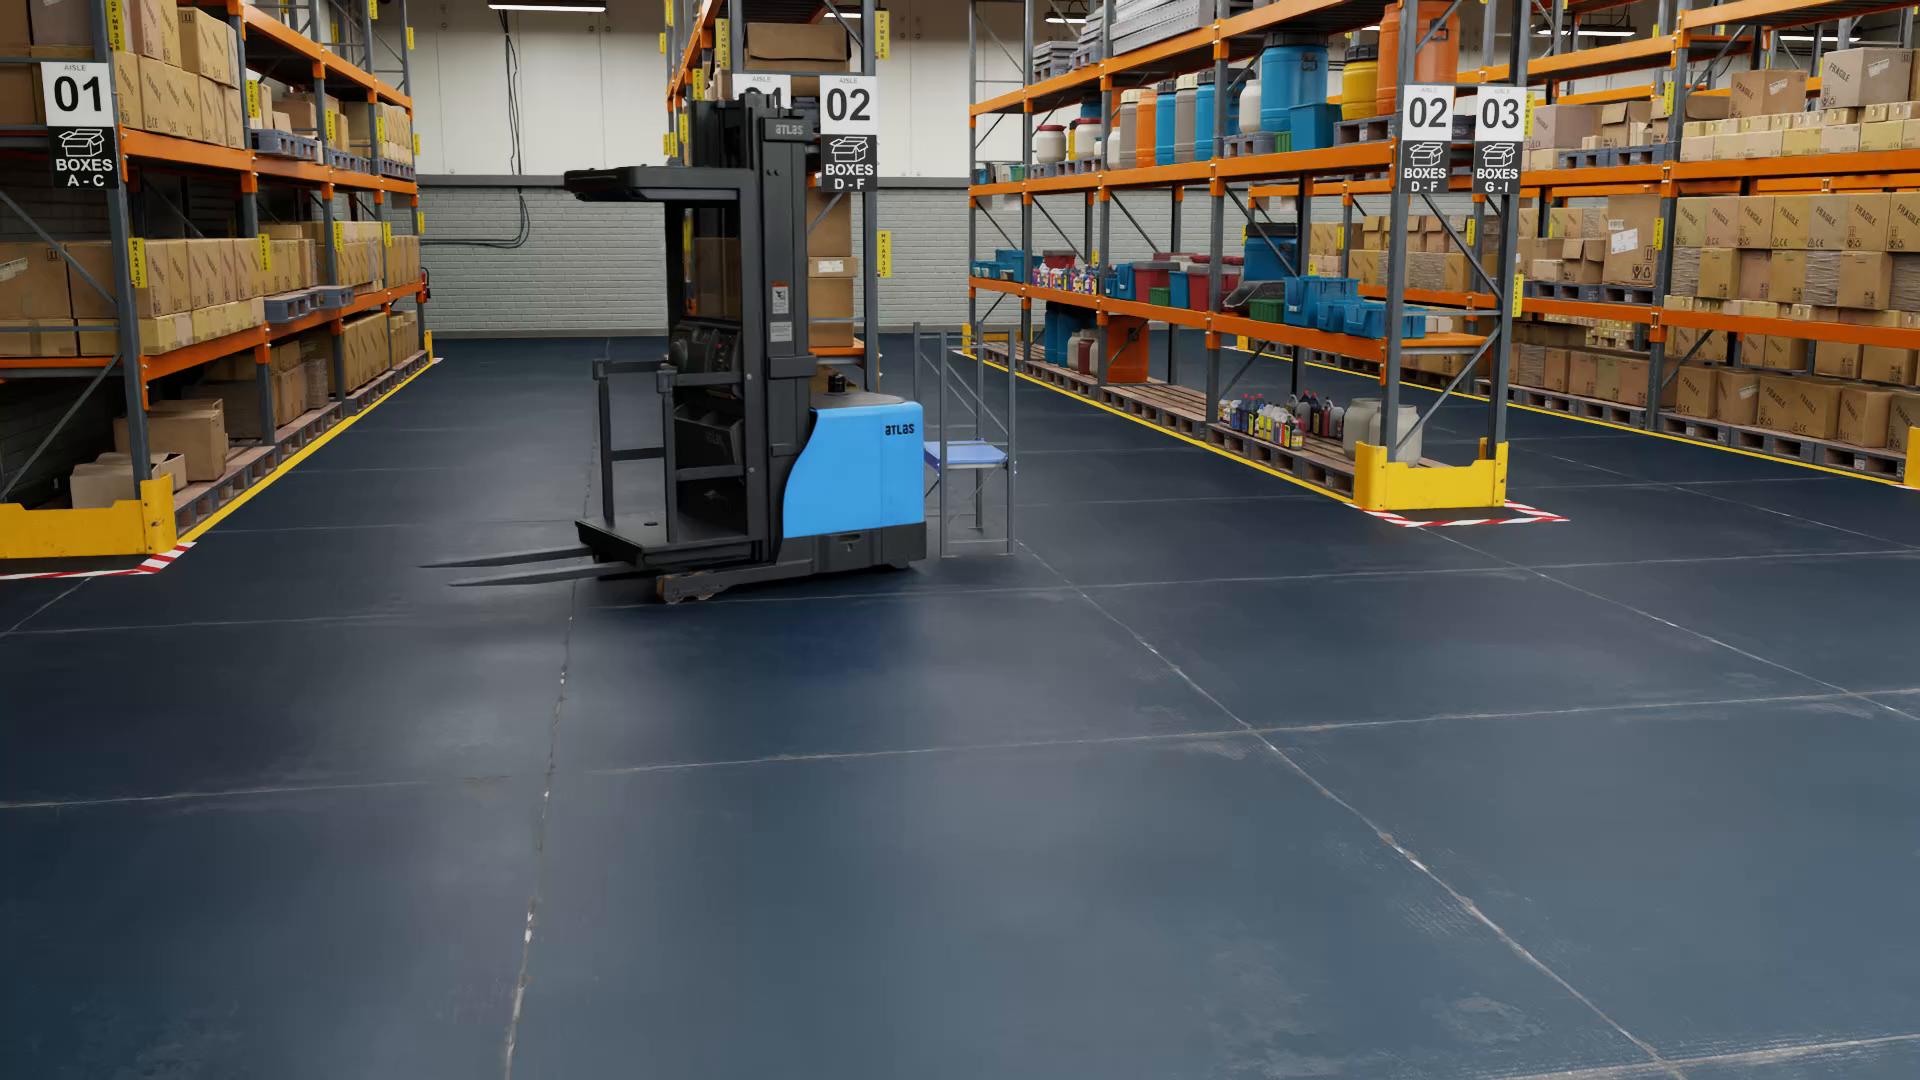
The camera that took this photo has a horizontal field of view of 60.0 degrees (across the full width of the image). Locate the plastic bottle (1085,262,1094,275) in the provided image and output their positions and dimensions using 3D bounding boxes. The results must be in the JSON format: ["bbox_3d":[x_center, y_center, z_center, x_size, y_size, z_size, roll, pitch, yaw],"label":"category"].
[{"bbox_3d":[1.830,-3.720,23.352,0.144,0.351,0.185,-2,11,-11],"label":"plastic bottle"}]

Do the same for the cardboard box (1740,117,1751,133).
[{"bbox_3d":[7.852,-4.038,16.200,0.380,0.149,0.250,-2,11,-9],"label":"cardboard box"}]

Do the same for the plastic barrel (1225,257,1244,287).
[{"bbox_3d":[3.021,-2.723,17.619,0.433,0.535,0.433,0,11,0],"label":"plastic barrel"}]

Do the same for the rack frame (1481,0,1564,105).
[{"bbox_3d":[7.072,-6.334,20.907,1.000,3.000,0.127,-2,11,-11],"label":"rack frame"}]

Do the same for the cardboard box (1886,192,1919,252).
[{"bbox_3d":[8.279,-2.698,14.111,0.500,0.500,0.500,-2,11,-11],"label":"cardboard box"}]

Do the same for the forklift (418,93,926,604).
[{"bbox_3d":[-1.729,-1.178,10.049,3.031,2.935,1.130,-7,13,-33],"label":"forklift"}]

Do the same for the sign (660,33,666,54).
[{"bbox_3d":[-4.734,-7.920,26.529,0.100,0.325,0.005,-2,11,-11],"label":"sign"}]

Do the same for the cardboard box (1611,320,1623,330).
[{"bbox_3d":[10.766,-3.482,26.876,0.380,0.149,0.250,-2,11,-10],"label":"cardboard box"}]

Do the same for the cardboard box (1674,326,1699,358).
[{"bbox_3d":[11.167,-3.018,25.095,0.500,0.500,0.500,-2,11,-8],"label":"cardboard box"}]

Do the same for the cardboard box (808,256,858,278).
[{"bbox_3d":[-0.955,-2.008,12.219,0.380,0.149,0.250,-2,11,-11],"label":"cardboard box"}]

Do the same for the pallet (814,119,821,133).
[{"bbox_3d":[-1.443,-3.345,13.462,1.003,0.211,1.213,-2,11,-11],"label":"pallet"}]

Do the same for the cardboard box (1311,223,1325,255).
[{"bbox_3d":[5.849,-4.728,26.114,0.500,0.500,0.500,-2,11,-10],"label":"cardboard box"}]

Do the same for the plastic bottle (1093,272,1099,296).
[{"bbox_3d":[1.717,-3.208,20.841,0.061,0.283,0.133,-2,11,-11],"label":"plastic bottle"}]

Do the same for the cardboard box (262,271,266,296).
[{"bbox_3d":[-6.792,-2.473,15.221,0.700,0.500,0.500,-2,11,-11],"label":"cardboard box"}]

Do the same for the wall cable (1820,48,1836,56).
[{"bbox_3d":[20.263,-12.157,36.625,2.988,3.039,0.133,-2,11,-11],"label":"wall cable"}]

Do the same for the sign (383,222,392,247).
[{"bbox_3d":[-7.752,-4.131,22.496,0.100,0.325,0.005,-2,11,-11],"label":"sign"}]

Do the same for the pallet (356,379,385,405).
[{"bbox_3d":[-7.817,-1.847,20.837,1.003,0.211,1.213,-2,11,-11],"label":"pallet"}]

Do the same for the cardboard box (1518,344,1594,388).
[{"bbox_3d":[7.342,-2.152,20.487,0.700,0.500,0.500,-3,11,-16],"label":"cardboard box"}]

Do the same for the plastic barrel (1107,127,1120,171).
[{"bbox_3d":[1.974,-4.667,19.873,0.421,0.512,0.421,0,11,0],"label":"plastic barrel"}]

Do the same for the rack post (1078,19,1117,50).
[{"bbox_3d":[2.033,-6.248,20.658,0.954,0.300,0.937,-2,11,-11],"label":"rack post"}]

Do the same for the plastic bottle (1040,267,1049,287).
[{"bbox_3d":[1.223,-3.714,23.516,0.152,0.276,0.135,-2,11,-11],"label":"plastic bottle"}]

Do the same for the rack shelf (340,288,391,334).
[{"bbox_3d":[-7.893,-2.860,20.623,1.077,0.370,4.000,-2,11,-11],"label":"rack shelf"}]

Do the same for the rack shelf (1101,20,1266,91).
[{"bbox_3d":[2.603,-5.237,18.138,1.077,0.370,4.000,-2,11,-11],"label":"rack shelf"}]

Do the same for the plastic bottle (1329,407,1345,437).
[{"bbox_3d":[3.528,-1.119,15.662,0.152,0.276,0.135,-2,11,-10],"label":"plastic bottle"}]

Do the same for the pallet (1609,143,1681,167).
[{"bbox_3d":[7.835,-4.152,17.966,1.213,0.211,1.003,-2,11,-11],"label":"pallet"}]

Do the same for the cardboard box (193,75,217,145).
[{"bbox_3d":[-6.155,-3.368,13.027,0.500,0.500,0.500,-3,11,-13],"label":"cardboard box"}]

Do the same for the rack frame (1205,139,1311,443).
[{"bbox_3d":[2.992,-2.473,16.667,1.000,3.000,0.127,-2,11,-11],"label":"rack frame"}]

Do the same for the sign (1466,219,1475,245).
[{"bbox_3d":[6.528,-3.935,21.251,0.100,0.325,0.005,-2,11,-11],"label":"sign"}]

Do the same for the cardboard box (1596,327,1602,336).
[{"bbox_3d":[10.719,-3.428,27.389,0.380,0.149,0.250,-2,11,-10],"label":"cardboard box"}]

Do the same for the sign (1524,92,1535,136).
[{"bbox_3d":[4.310,-3.237,12.633,0.100,0.325,0.005,-2,11,-11],"label":"sign"}]

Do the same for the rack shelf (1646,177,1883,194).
[{"bbox_3d":[11.568,-5.036,24.032,1.077,0.370,4.000,-2,11,-11],"label":"rack shelf"}]

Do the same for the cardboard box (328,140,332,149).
[{"bbox_3d":[-7.904,-4.869,19.791,0.700,0.500,0.500,-2,11,-8],"label":"cardboard box"}]

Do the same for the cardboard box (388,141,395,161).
[{"bbox_3d":[-8.243,-5.466,23.378,0.500,0.250,0.500,-2,11,-12],"label":"cardboard box"}]

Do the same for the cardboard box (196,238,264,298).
[{"bbox_3d":[-6.331,-2.342,14.320,0.500,0.500,0.500,-2,11,-11],"label":"cardboard box"}]

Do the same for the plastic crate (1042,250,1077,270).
[{"bbox_3d":[1.508,-4.174,25.273,0.402,0.464,0.583,-2,11,-11],"label":"plastic crate"}]

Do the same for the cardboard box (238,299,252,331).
[{"bbox_3d":[-6.248,-1.881,13.907,0.500,0.250,0.500,-2,11,-11],"label":"cardboard box"}]

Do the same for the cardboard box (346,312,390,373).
[{"bbox_3d":[-8.028,-2.616,22.044,0.750,0.750,0.750,-2,11,-10],"label":"cardboard box"}]

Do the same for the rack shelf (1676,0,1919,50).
[{"bbox_3d":[8.239,-4.878,15.193,1.077,0.370,4.000,-2,11,-11],"label":"rack shelf"}]

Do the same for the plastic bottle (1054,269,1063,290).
[{"bbox_3d":[1.377,-3.568,22.753,0.152,0.276,0.135,-2,11,-11],"label":"plastic bottle"}]

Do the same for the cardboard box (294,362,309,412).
[{"bbox_3d":[-7.327,-1.606,17.619,0.700,0.500,0.500,-2,11,-11],"label":"cardboard box"}]

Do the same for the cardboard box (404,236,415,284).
[{"bbox_3d":[-8.799,-4.235,25.121,0.980,0.700,0.700,-2,11,-11],"label":"cardboard box"}]

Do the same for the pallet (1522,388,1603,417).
[{"bbox_3d":[7.457,-1.650,19.802,1.003,0.211,1.213,-2,11,-11],"label":"pallet"}]

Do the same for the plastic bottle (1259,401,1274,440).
[{"bbox_3d":[2.861,-1.112,15.425,0.144,0.351,0.185,-2,11,-11],"label":"plastic bottle"}]

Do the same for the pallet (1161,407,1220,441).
[{"bbox_3d":[2.801,-1.246,17.677,1.003,0.211,1.213,-2,11,-11],"label":"pallet"}]

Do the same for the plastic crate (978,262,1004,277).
[{"bbox_3d":[0.511,-4.443,27.306,0.416,0.233,0.300,-2,11,-11],"label":"plastic crate"}]

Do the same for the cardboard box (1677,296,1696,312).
[{"bbox_3d":[7.633,-2.433,17.129,0.380,0.149,0.250,-2,11,-11],"label":"cardboard box"}]

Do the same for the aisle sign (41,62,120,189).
[{"bbox_3d":[-5.640,-2.654,10.665,0.394,0.787,0.004,-2,11,-11],"label":"aisle sign"}]

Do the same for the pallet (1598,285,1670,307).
[{"bbox_3d":[7.844,-2.704,18.396,1.003,0.211,1.213,-2,11,-11],"label":"pallet"}]

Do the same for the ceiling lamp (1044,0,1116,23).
[{"bbox_3d":[2.606,-11.072,30.192,2.000,3.185,0.800,-2,11,-11],"label":"ceiling lamp"}]

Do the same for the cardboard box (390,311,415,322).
[{"bbox_3d":[-8.572,-3.422,25.481,0.380,0.149,0.250,-2,11,-9],"label":"cardboard box"}]

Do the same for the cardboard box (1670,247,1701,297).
[{"bbox_3d":[7.877,-2.764,17.131,0.875,0.500,0.500,-2,11,-11],"label":"cardboard box"}]

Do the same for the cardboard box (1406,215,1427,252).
[{"bbox_3d":[6.685,-4.306,23.346,0.797,0.503,0.637,-2,11,-9],"label":"cardboard box"}]

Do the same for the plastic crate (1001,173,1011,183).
[{"bbox_3d":[0.815,-5.504,25.273,0.293,0.136,0.466,-2,11,-11],"label":"plastic crate"}]

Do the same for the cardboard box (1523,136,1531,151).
[{"bbox_3d":[7.006,-4.966,20.140,0.500,0.500,0.500,-2,11,-11],"label":"cardboard box"}]

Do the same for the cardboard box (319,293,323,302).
[{"bbox_3d":[-7.341,-2.802,19.012,0.380,0.149,0.250,-2,11,-12],"label":"cardboard box"}]

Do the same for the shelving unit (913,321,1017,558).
[{"bbox_3d":[0.017,-0.721,11.474,0.538,1.500,1.048,-2,11,-11],"label":"shelving unit"}]

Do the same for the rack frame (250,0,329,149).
[{"bbox_3d":[-7.504,-5.794,18.068,1.000,3.000,0.127,-2,11,-11],"label":"rack frame"}]
